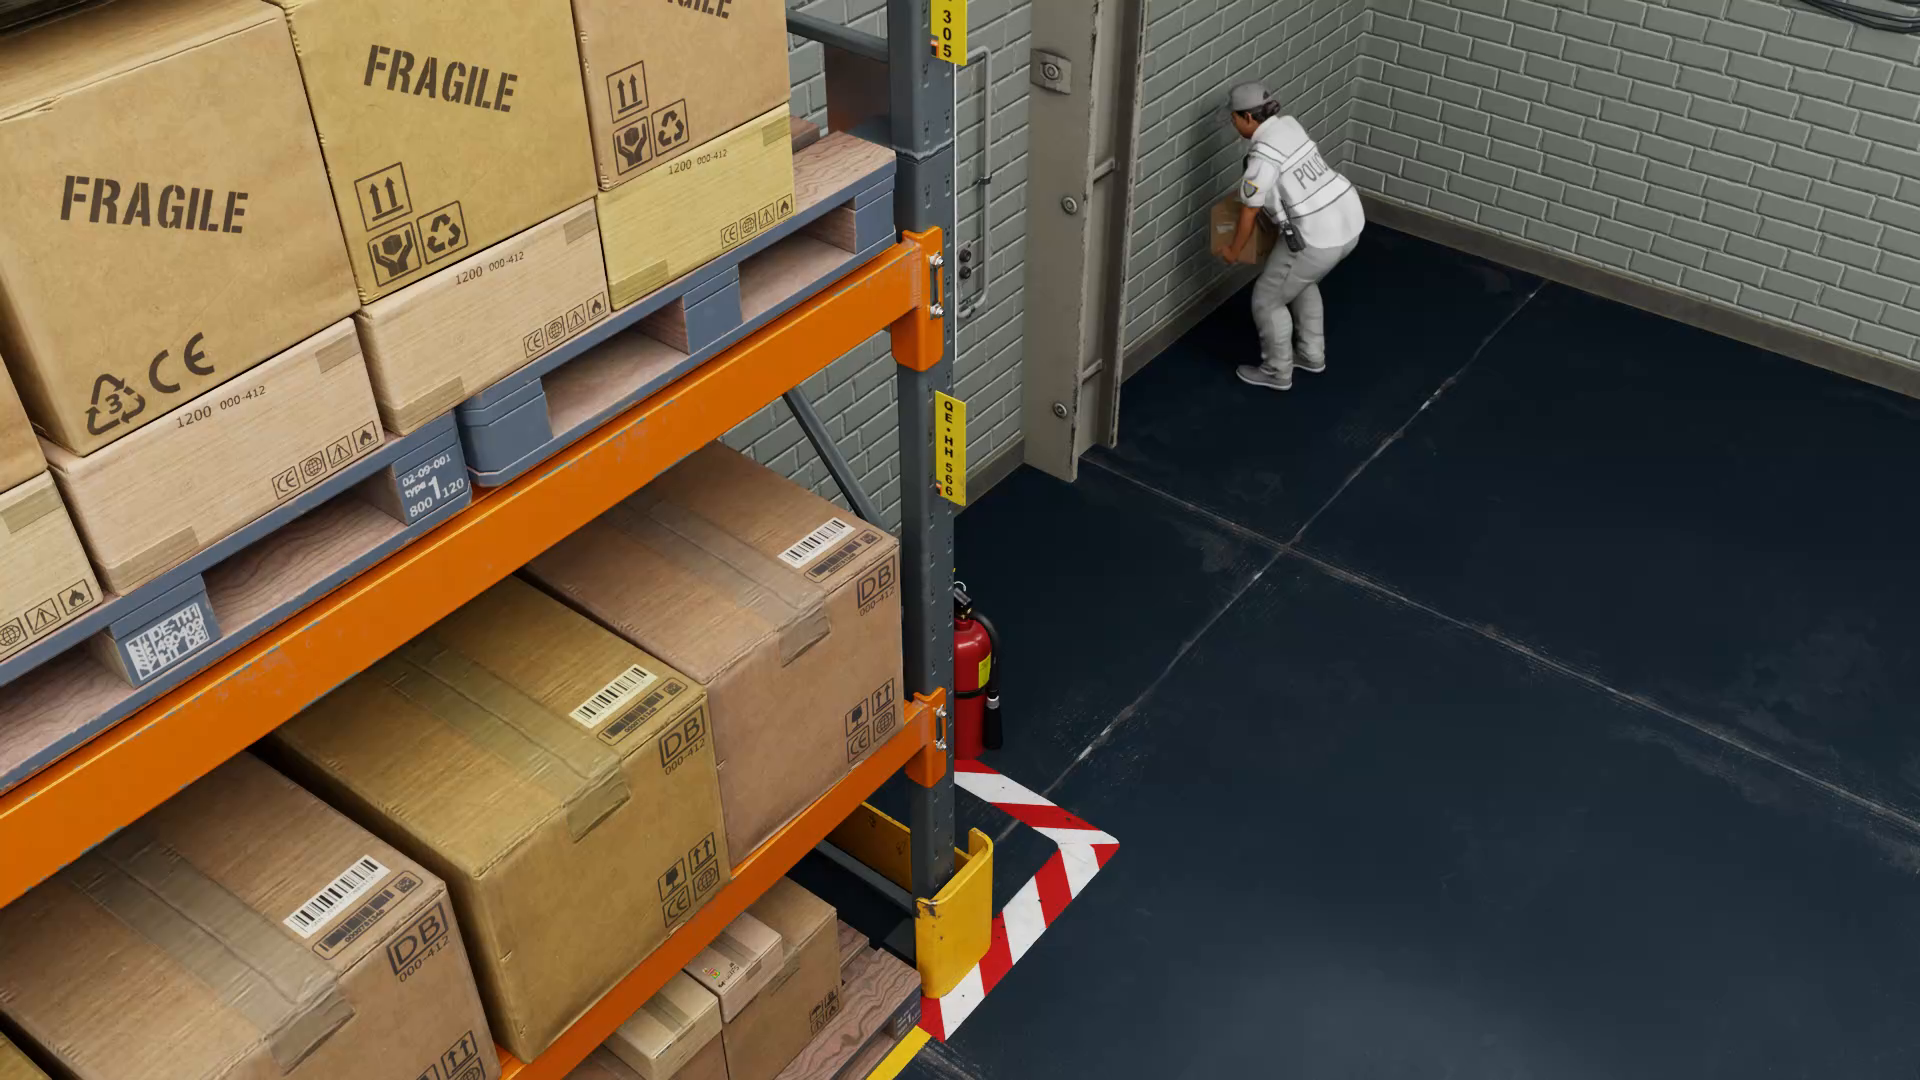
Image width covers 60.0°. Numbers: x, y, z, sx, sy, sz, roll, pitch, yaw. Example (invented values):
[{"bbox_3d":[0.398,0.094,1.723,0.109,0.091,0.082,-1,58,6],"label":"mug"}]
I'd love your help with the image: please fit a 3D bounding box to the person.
[{"bbox_3d":[1.550,-1.466,8.098,0.773,1.494,0.457,25,45,27],"label":"person"}]
